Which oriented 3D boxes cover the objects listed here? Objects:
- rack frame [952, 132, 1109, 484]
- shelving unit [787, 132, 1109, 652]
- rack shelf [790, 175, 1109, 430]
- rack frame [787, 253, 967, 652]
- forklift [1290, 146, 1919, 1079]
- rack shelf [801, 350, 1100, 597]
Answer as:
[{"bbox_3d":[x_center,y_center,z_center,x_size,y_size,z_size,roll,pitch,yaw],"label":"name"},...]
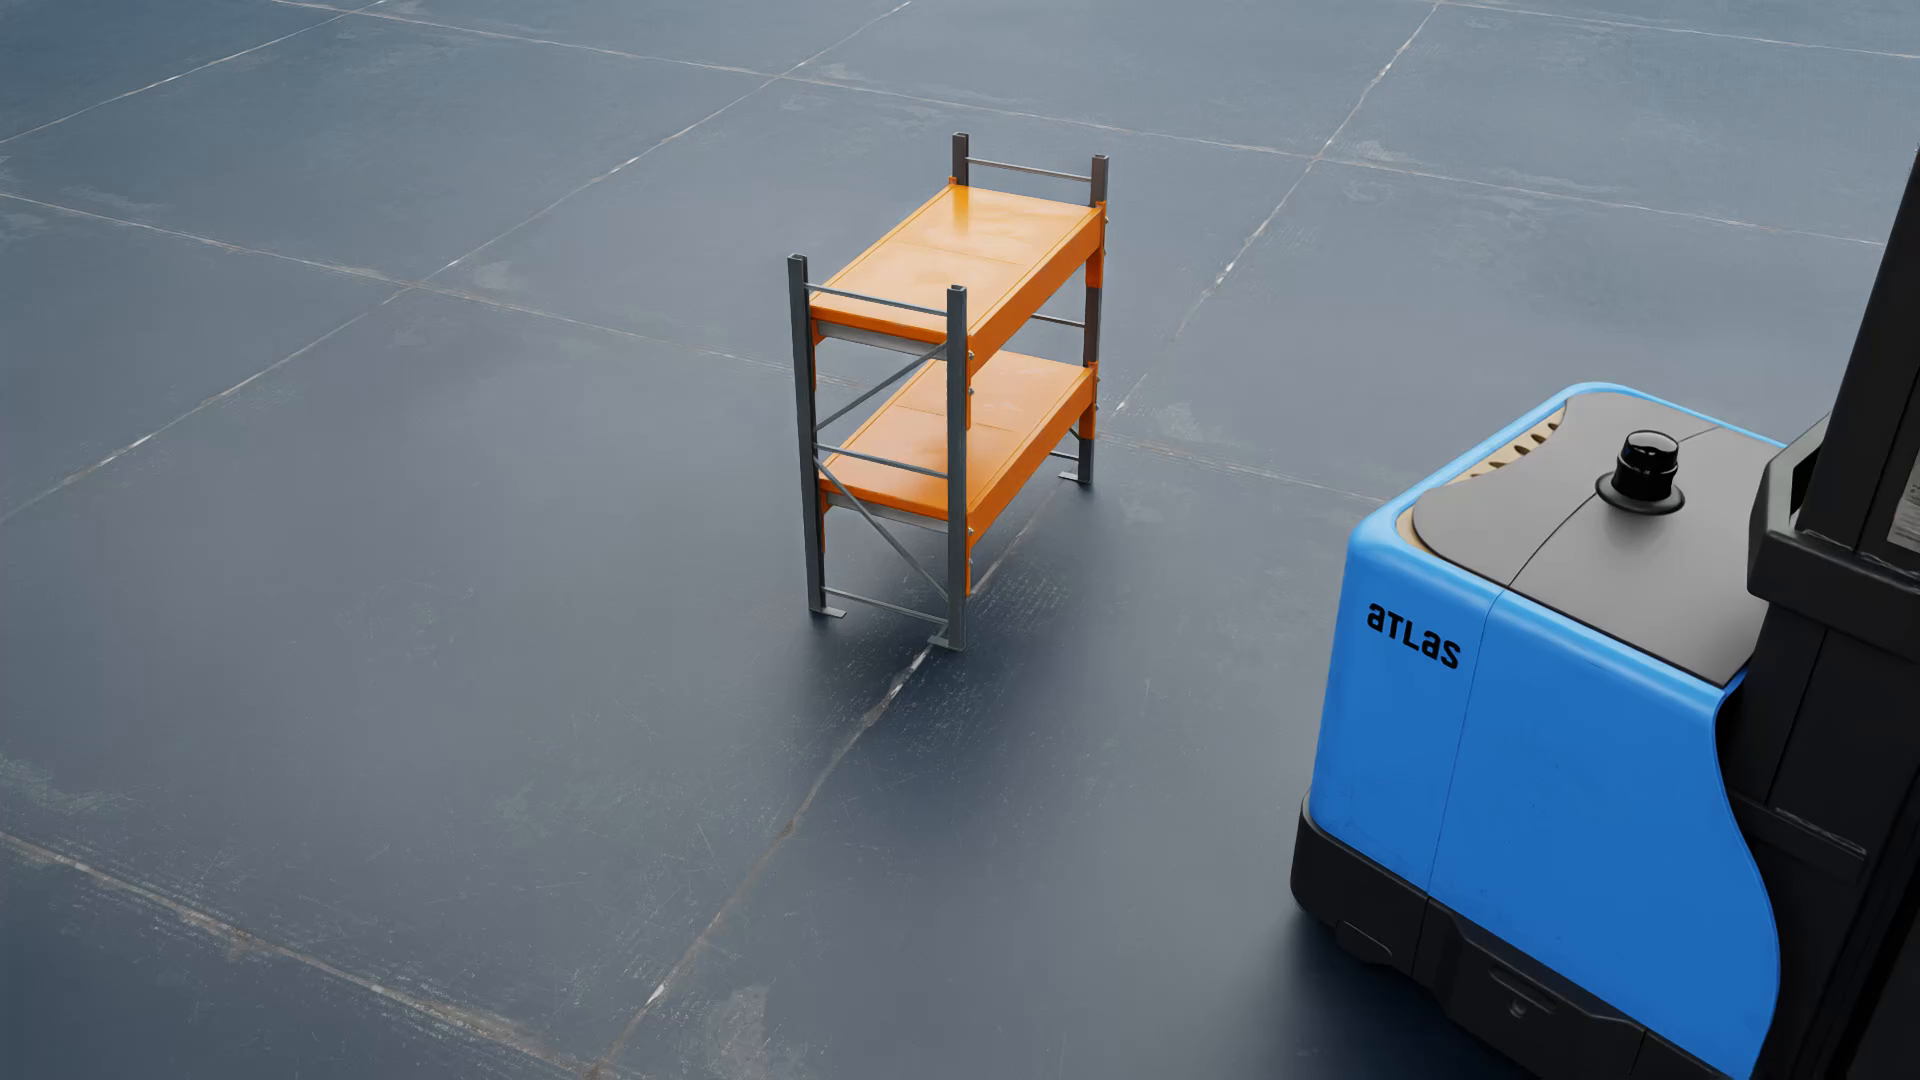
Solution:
[{"bbox_3d":[0.210,-0.720,5.323,0.500,1.125,0.032,14,36,20],"label":"rack frame"},{"bbox_3d":[-0.003,-0.467,4.936,0.538,1.125,1.048,14,36,20],"label":"shelving unit"},{"bbox_3d":[-0.003,-0.712,4.776,0.538,0.278,1.000,14,36,20],"label":"rack shelf"},{"bbox_3d":[-0.216,-0.214,4.550,0.500,1.125,0.032,14,36,20],"label":"rack frame"},{"bbox_3d":[2.155,0.044,2.509,1.130,2.935,3.031,-28,42,-36],"label":"forklift"},{"bbox_3d":[-0.003,-0.263,5.070,0.538,0.278,1.000,14,36,20],"label":"rack shelf"}]
